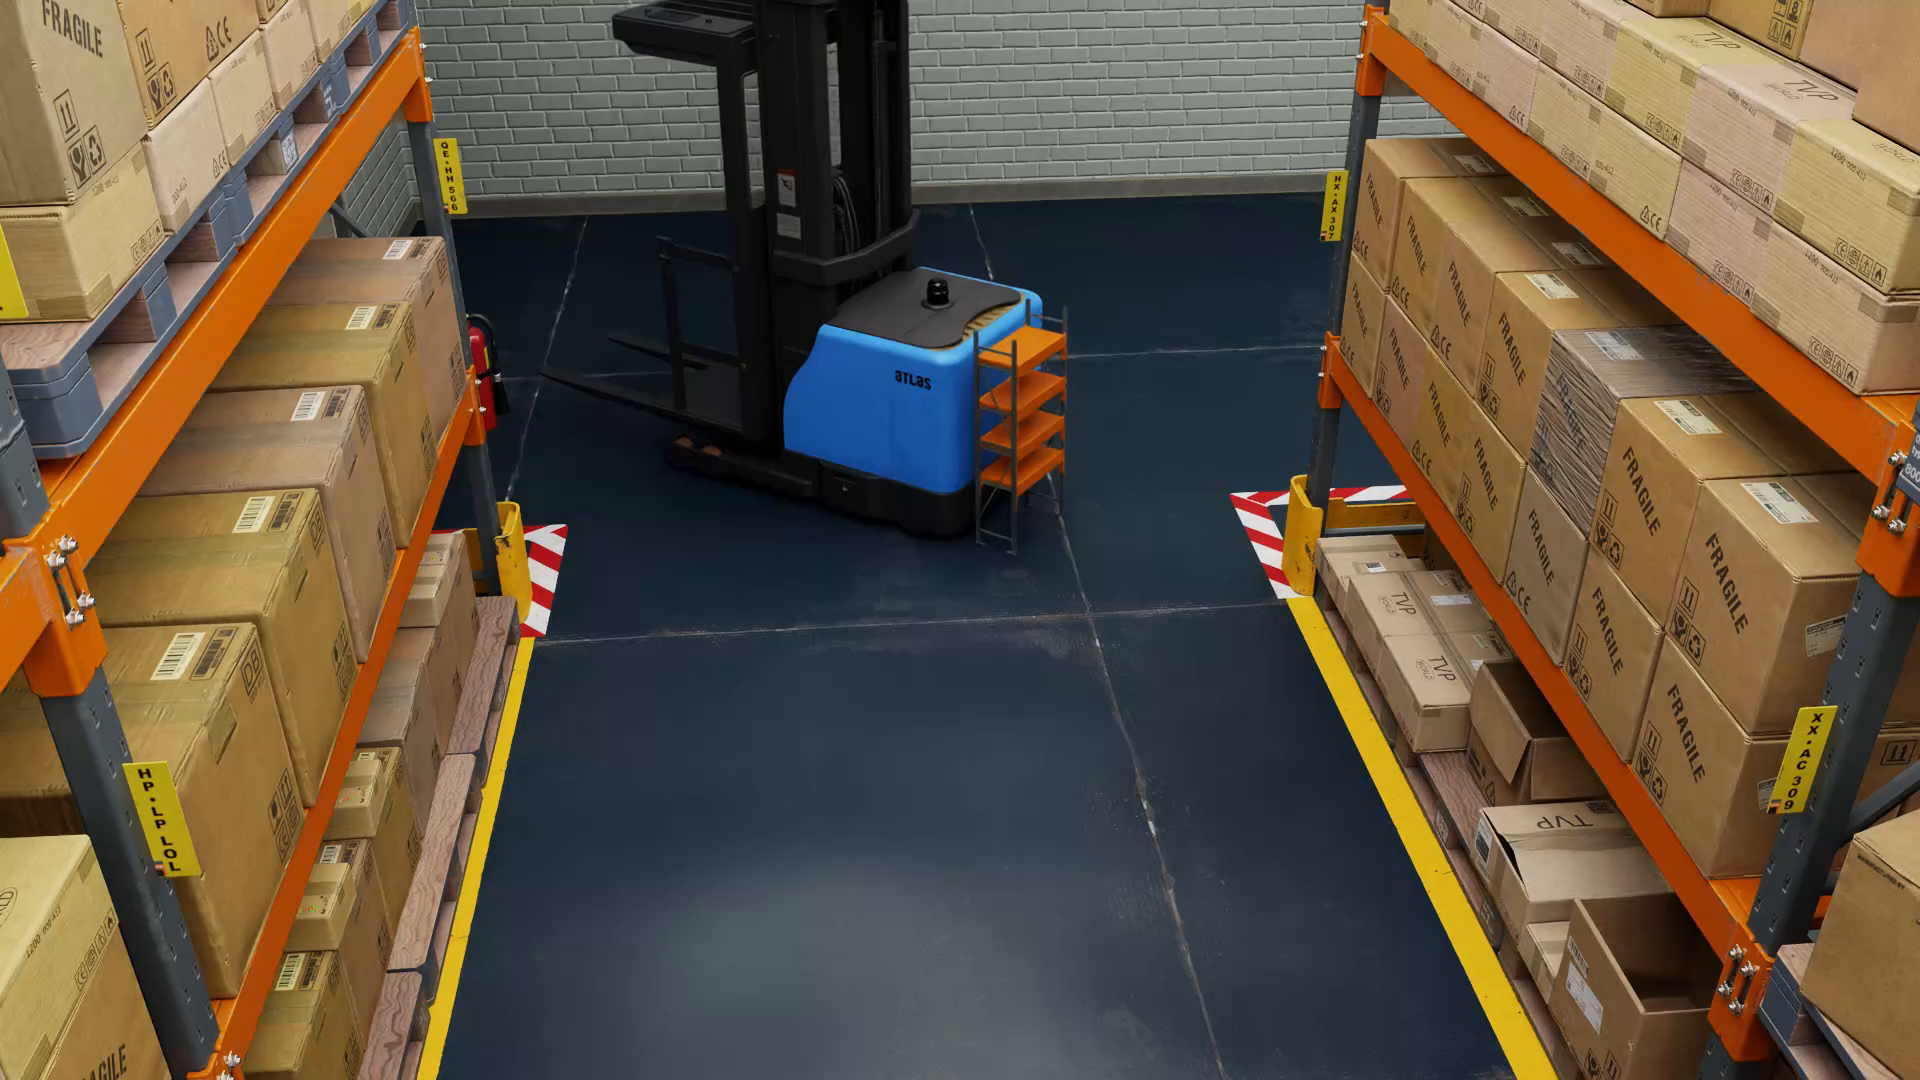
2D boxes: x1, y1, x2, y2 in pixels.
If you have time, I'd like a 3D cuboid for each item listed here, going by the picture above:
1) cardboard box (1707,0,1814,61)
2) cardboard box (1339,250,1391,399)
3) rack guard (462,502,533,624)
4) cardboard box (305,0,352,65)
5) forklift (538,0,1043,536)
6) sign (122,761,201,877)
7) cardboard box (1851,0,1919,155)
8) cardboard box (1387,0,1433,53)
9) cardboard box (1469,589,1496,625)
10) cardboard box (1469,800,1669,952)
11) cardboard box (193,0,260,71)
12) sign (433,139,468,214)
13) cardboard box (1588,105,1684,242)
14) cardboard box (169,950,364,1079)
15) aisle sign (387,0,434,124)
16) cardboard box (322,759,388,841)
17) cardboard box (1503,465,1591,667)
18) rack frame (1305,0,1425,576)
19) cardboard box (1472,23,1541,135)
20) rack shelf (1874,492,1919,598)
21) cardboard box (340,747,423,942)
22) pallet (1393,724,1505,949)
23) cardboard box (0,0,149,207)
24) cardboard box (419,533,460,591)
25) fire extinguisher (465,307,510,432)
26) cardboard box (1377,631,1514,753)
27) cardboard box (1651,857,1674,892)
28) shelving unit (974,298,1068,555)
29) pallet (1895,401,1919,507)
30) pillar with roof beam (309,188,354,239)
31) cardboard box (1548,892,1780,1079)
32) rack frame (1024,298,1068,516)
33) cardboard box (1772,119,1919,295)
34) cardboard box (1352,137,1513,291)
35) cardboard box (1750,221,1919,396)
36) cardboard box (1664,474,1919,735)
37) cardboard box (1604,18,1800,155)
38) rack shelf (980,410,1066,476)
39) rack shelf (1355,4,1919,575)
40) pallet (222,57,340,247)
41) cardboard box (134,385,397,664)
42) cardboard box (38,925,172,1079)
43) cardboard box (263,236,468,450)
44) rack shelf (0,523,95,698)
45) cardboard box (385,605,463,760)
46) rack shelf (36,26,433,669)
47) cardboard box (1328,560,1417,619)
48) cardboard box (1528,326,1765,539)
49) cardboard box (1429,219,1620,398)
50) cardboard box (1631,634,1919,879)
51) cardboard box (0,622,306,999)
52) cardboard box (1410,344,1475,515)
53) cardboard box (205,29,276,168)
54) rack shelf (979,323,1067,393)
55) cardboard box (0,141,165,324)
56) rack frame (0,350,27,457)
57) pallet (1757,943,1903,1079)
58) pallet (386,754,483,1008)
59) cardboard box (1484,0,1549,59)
[{"bbox_3d":[2.563,-1.640,4.574,0.700,0.500,0.500,-3,31,-5],"label":"cardboard box"},{"bbox_3d":[2.010,-0.963,7.340,0.500,0.500,0.500,-2,31,-4],"label":"cardboard box"},{"bbox_3d":[-2.703,0.141,8.027,1.175,0.500,0.348,-3,31,-5],"label":"rack guard"},{"bbox_3d":[-2.318,-1.740,5.452,0.500,0.250,0.500,-4,31,-6],"label":"cardboard box"},{"bbox_3d":[-1.074,-1.831,8.957,3.031,2.935,1.130,17,35,26],"label":"forklift"},{"bbox_3d":[-1.788,0.628,3.721,0.100,0.325,0.005,-3,31,-5],"label":"sign"},{"bbox_3d":[2.521,-1.123,3.708,0.700,0.500,0.500,-3,31,-5],"label":"cardboard box"},{"bbox_3d":[2.026,-2.108,6.575,0.500,0.250,0.500,-3,31,-5],"label":"cardboard box"},{"bbox_3d":[2.475,0.345,7.581,0.380,0.166,0.250,-3,31,-5],"label":"cardboard box"},{"bbox_3d":[2.199,1.188,6.029,0.500,0.311,0.500,-3,31,-5],"label":"cardboard box"},{"bbox_3d":[-2.220,-1.538,4.382,0.500,0.500,0.500,-3,31,-4],"label":"cardboard box"},{"bbox_3d":[-2.159,-1.538,7.039,0.100,0.325,0.005,-3,31,-5],"label":"sign"},{"bbox_3d":[2.203,-1.087,4.865,0.500,0.250,0.500,-3,31,-5],"label":"cardboard box"},{"bbox_3d":[-2.295,1.628,5.127,0.700,0.500,0.500,-2,31,-4],"label":"cardboard box"},{"bbox_3d":[-2.409,-2.087,6.784,0.394,0.787,0.004,-3,31,-5],"label":"aisle sign"},{"bbox_3d":[-2.194,0.900,5.714,0.380,0.149,0.250,-4,31,-6],"label":"cardboard box"},{"bbox_3d":[2.202,0.072,5.607,0.500,0.500,0.500,-2,31,-3],"label":"cardboard box"},{"bbox_3d":[2.231,-1.159,7.766,1.000,3.000,0.127,-3,31,-5],"label":"rack frame"},{"bbox_3d":[2.108,-1.597,5.720,0.500,0.250,0.500,-3,31,-5],"label":"cardboard box"},{"bbox_3d":[2.791,0.925,2.052,1.077,0.370,4.000,-3,31,-5],"label":"rack shelf"},{"bbox_3d":[-2.384,1.110,5.995,0.700,0.500,0.500,-2,31,-3],"label":"cardboard box"},{"bbox_3d":[2.424,1.105,6.694,1.003,0.211,1.213,-3,31,-5],"label":"pallet"},{"bbox_3d":[-2.115,-1.024,3.522,0.500,0.500,0.500,-3,31,-5],"label":"cardboard box"},{"bbox_3d":[-2.343,0.104,7.047,0.380,0.149,0.250,-3,31,-5],"label":"cardboard box"},{"bbox_3d":[-2.256,-0.826,7.647,0.296,0.674,0.183,-3,31,-5],"label":"fire extinguisher"},{"bbox_3d":[2.092,0.634,7.016,0.500,0.250,0.500,-3,31,-5],"label":"cardboard box"},{"bbox_3d":[2.690,1.245,6.075,0.380,0.166,0.250,-3,31,-5],"label":"cardboard box"},{"bbox_3d":[0.313,-0.577,8.542,0.258,1.200,0.503,18,35,29],"label":"shelving unit"},{"bbox_3d":[2.595,0.012,3.063,1.213,0.211,1.003,-3,31,-5],"label":"pallet"},{"bbox_3d":[0.472,-5.039,8.411,9.100,9.000,0.400,-3,31,-5],"label":"pillar with roof beam"},{"bbox_3d":[2.269,1.490,5.339,0.500,0.500,0.500,-3,31,-5],"label":"cardboard box"},{"bbox_3d":[0.447,-0.682,8.717,0.240,1.200,0.015,18,35,29],"label":"rack frame"},{"bbox_3d":[2.289,-0.790,3.882,0.500,0.250,0.500,-3,31,-5],"label":"cardboard box"},{"bbox_3d":[2.010,-1.392,7.083,0.500,0.500,0.500,-2,31,-3],"label":"cardboard box"},{"bbox_3d":[2.294,-0.576,4.010,0.500,0.250,0.500,-3,31,-5],"label":"cardboard box"},{"bbox_3d":[2.299,0.165,4.476,0.500,0.500,0.500,-3,31,-4],"label":"cardboard box"},{"bbox_3d":[2.201,-1.301,4.737,0.500,0.250,0.500,-3,31,-5],"label":"cardboard box"},{"bbox_3d":[0.314,-0.519,8.576,0.258,0.148,0.480,18,35,29],"label":"rack shelf"},{"bbox_3d":[2.418,-1.117,5.471,1.077,0.370,4.000,-3,31,-5],"label":"rack shelf"},{"bbox_3d":[-2.504,-1.167,4.940,1.003,0.211,1.213,-3,31,-5],"label":"pallet"},{"bbox_3d":[-2.502,-0.028,5.580,0.980,0.700,0.700,-4,31,-7],"label":"cardboard box"},{"bbox_3d":[-2.033,1.167,3.465,0.500,0.500,0.500,-3,31,-5],"label":"cardboard box"},{"bbox_3d":[-2.643,-0.789,6.853,0.980,0.700,0.700,-1,31,-2],"label":"cardboard box"},{"bbox_3d":[-2.140,1.164,1.652,1.077,0.370,4.000,-3,31,-5],"label":"rack shelf"},{"bbox_3d":[-2.489,0.581,6.880,0.700,0.500,0.500,-3,31,-5],"label":"cardboard box"},{"bbox_3d":[-2.514,-0.878,5.071,1.077,0.370,4.000,-3,31,-5],"label":"rack shelf"},{"bbox_3d":[1.951,0.226,7.780,0.380,0.166,0.250,-3,31,-5],"label":"cardboard box"},{"bbox_3d":[2.202,-0.354,5.345,0.500,0.500,0.500,-3,31,-4],"label":"cardboard box"},{"bbox_3d":[2.108,-0.870,6.209,0.500,0.500,0.500,-2,31,-4],"label":"cardboard box"},{"bbox_3d":[2.302,0.597,4.728,0.500,0.500,0.500,-2,31,-4],"label":"cardboard box"},{"bbox_3d":[-2.362,0.716,4.334,0.980,0.700,0.700,-2,31,-4],"label":"cardboard box"},{"bbox_3d":[2.107,-0.443,6.470,0.500,0.500,0.500,-3,31,-5],"label":"cardboard box"},{"bbox_3d":[-2.218,-1.212,4.568,0.500,0.250,0.500,-4,31,-6],"label":"cardboard box"},{"bbox_3d":[0.307,-0.917,8.344,0.258,0.148,0.480,18,35,29],"label":"rack shelf"},{"bbox_3d":[-2.129,-0.690,3.694,0.500,0.250,0.500,-3,31,-5],"label":"cardboard box"},{"bbox_3d":[-2.327,-1.453,2.408,1.000,3.000,0.127,-3,31,-5],"label":"rack frame"},{"bbox_3d":[2.570,1.379,3.704,1.003,0.211,1.213,-3,31,-5],"label":"pallet"},{"bbox_3d":[-2.438,1.303,6.363,1.003,0.211,1.213,-3,31,-5],"label":"pallet"},{"bbox_3d":[2.112,-1.812,5.592,0.500,0.250,0.500,-3,31,-5],"label":"cardboard box"}]
